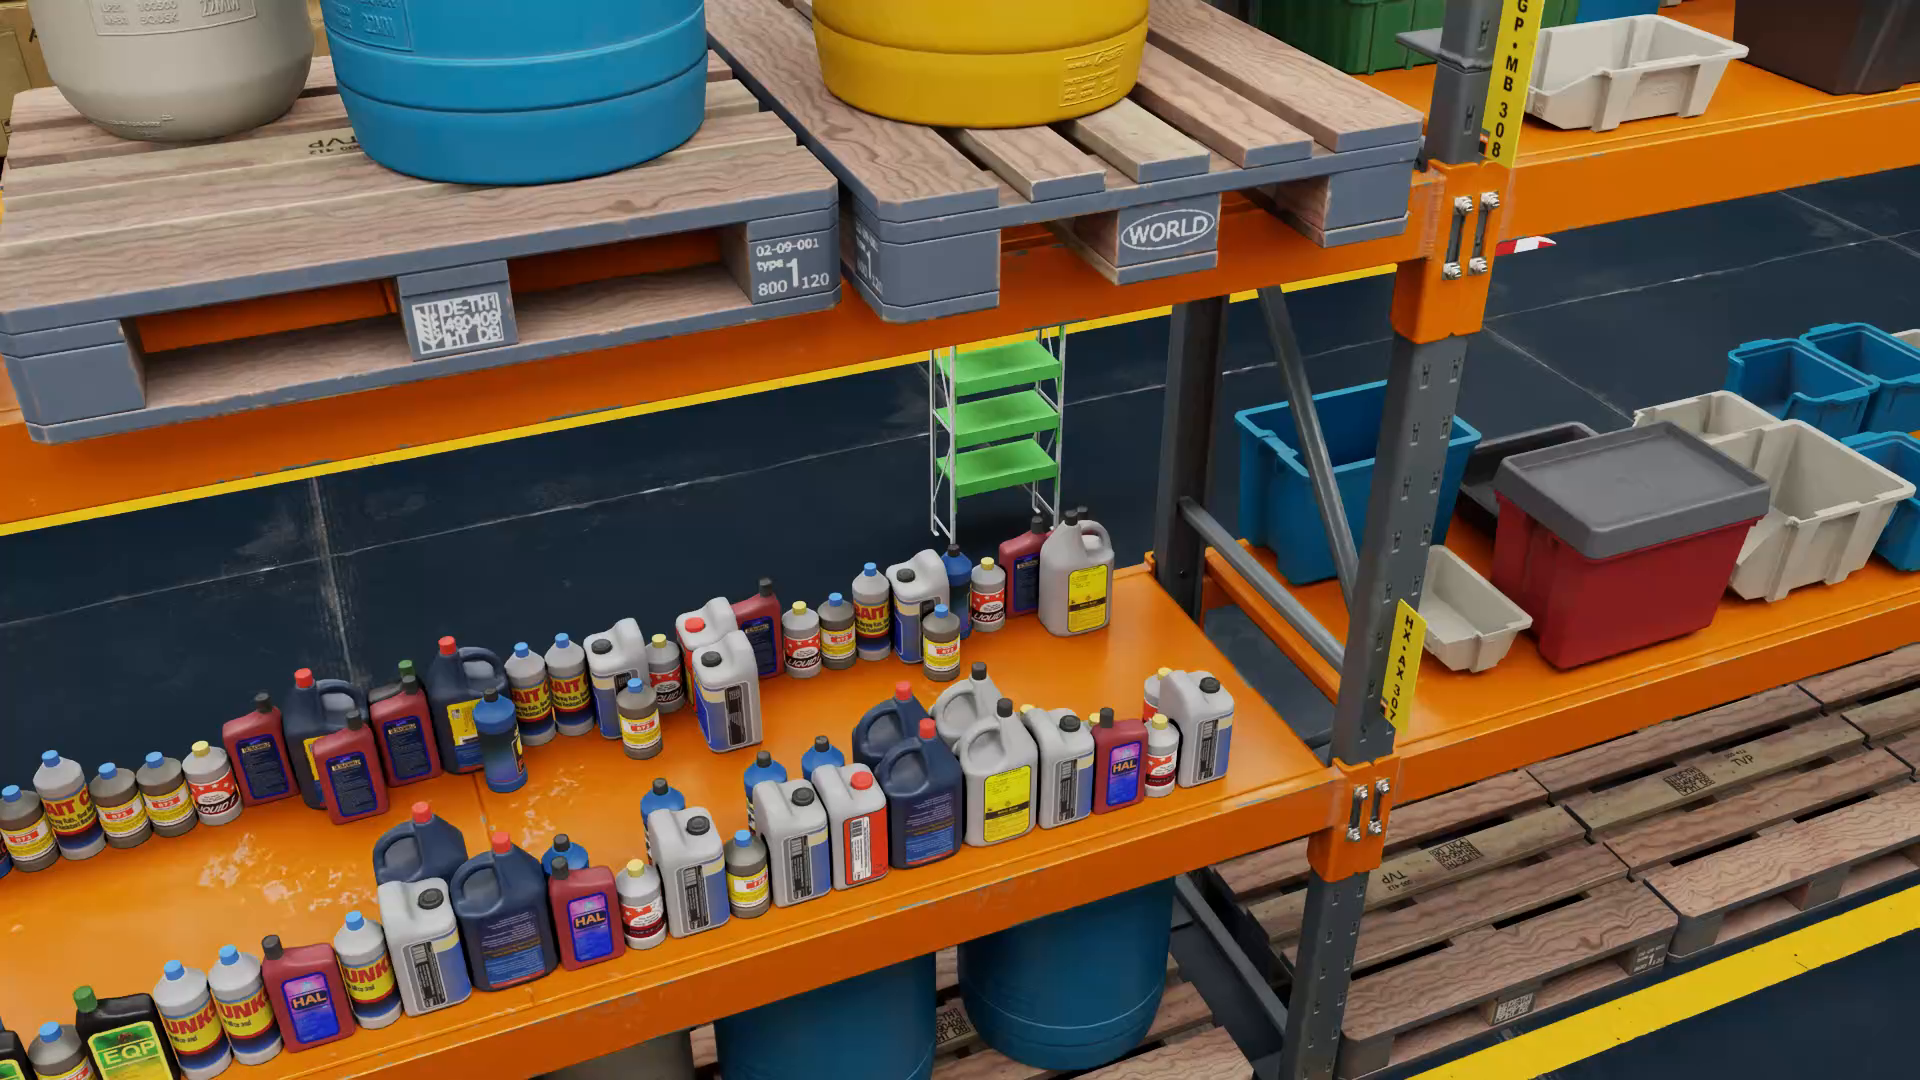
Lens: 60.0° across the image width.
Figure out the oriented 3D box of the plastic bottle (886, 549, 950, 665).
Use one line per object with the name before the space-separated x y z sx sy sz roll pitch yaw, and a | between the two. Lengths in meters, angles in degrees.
plastic bottle | -0.113 0.167 4.356 0.135 0.276 0.152 -13 35 -19

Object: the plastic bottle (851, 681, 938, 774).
plastic bottle | -0.148 0.478 3.811 0.185 0.351 0.144 -13 35 -19

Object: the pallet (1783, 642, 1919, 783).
pallet | 3.711 0.611 6.118 1.213 0.211 1.003 -13 35 -19

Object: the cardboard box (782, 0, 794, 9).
cardboard box | -0.540 -2.372 8.054 0.500 0.500 0.500 -12 35 -18

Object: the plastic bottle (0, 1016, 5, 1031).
plastic bottle | -1.845 0.963 3.138 0.097 0.271 0.097 0 33 0

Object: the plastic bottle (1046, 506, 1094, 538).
plastic bottle | 0.295 0.044 4.539 0.133 0.283 0.061 -13 35 -19

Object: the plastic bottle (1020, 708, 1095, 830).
plastic bottle | 0.224 0.507 3.834 0.135 0.276 0.152 -13 35 -19

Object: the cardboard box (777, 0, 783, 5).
cardboard box | -0.754 -2.636 8.459 0.500 0.500 0.500 -12 35 -18

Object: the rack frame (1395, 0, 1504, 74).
rack frame | 0.799 -2.383 2.661 0.127 3.000 1.000 -13 35 -19

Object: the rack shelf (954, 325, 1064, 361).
rack shelf | 0.153 -0.887 6.750 0.480 0.148 0.258 -13 35 -19

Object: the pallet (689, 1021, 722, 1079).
pallet | -1.055 1.702 4.440 1.213 0.211 1.003 -13 35 -19

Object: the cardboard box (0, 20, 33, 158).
cardboard box | -4.266 -1.923 6.978 0.500 0.500 0.700 -26 41 -34

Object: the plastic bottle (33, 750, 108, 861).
plastic bottle | -1.996 0.584 3.720 0.097 0.271 0.097 0 33 0

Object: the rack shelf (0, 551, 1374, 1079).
rack shelf | -1.045 0.856 3.844 4.000 0.370 1.077 -13 35 -19

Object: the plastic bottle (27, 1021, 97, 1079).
plastic bottle | -1.698 0.994 3.154 0.097 0.201 0.097 0 33 0

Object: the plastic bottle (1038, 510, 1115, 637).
plastic bottle | 0.311 0.072 4.433 0.185 0.351 0.144 -13 35 -19

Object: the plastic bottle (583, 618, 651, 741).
plastic bottle | -0.843 0.335 4.099 0.135 0.276 0.152 -13 35 -19

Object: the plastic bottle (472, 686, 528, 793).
plastic bottle | -1.084 0.461 3.909 0.097 0.271 0.097 0 33 0

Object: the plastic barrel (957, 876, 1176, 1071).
plastic barrel | 0.290 0.942 4.591 0.708 0.901 0.600 -13 35 -19

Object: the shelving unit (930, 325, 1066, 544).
shelving unit | 0.153 -0.538 6.976 0.503 1.200 0.258 -13 35 -19

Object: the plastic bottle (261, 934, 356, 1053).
plastic bottle | -1.282 0.876 3.261 0.133 0.283 0.061 -13 35 -19

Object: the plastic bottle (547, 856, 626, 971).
plastic bottle | -0.775 0.759 3.440 0.133 0.283 0.061 -13 35 -19

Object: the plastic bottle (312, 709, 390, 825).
plastic bottle | -1.401 0.518 3.811 0.133 0.283 0.061 -13 35 -19

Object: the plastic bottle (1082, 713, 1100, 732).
plastic bottle | 0.318 0.497 3.918 0.097 0.201 0.097 0 33 0

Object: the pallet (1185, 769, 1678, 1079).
pallet | 1.462 1.126 5.326 1.213 0.211 1.003 -13 35 -19

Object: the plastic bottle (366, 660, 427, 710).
plastic bottle | -1.334 0.417 3.966 0.133 0.283 0.061 -13 35 -19

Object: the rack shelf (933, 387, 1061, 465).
rack shelf | 0.153 -0.484 7.011 0.480 0.148 0.258 -13 35 -19

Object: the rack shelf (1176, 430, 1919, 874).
rack shelf | 2.643 0.011 5.142 4.000 0.370 1.077 -13 35 -19

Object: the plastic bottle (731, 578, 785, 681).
plastic bottle | -0.523 0.231 4.251 0.133 0.283 0.061 -13 35 -19

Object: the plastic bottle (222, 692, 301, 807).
plastic bottle | -1.628 0.484 3.863 0.133 0.283 0.061 -13 35 -19

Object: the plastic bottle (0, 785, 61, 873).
plastic bottle | -2.086 0.634 3.707 0.097 0.201 0.097 0 33 0

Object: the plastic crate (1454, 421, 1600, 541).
plastic crate | 1.727 -0.149 4.926 0.590 0.125 0.437 -13 35 -19

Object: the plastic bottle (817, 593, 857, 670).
plastic bottle | -0.320 0.230 4.328 0.097 0.201 0.097 0 33 0

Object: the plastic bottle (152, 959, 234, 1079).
plastic bottle | -1.485 0.916 3.209 0.097 0.271 0.097 0 33 0

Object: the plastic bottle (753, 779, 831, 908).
plastic bottle | -0.365 0.642 3.627 0.135 0.276 0.152 -13 35 -19

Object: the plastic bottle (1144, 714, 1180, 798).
plastic bottle | 0.464 0.499 3.915 0.097 0.201 0.097 0 33 0

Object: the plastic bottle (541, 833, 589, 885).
plastic bottle | -0.822 0.728 3.498 0.097 0.271 0.097 0 33 0

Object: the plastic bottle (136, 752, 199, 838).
plastic bottle | -1.817 0.573 3.802 0.097 0.201 0.097 0 33 0

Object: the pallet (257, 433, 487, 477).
pallet | -2.977 -0.740 8.194 1.213 0.211 1.003 -13 35 -19

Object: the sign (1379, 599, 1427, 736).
sign | 1.010 0.293 3.796 0.005 0.325 0.100 -13 35 -19

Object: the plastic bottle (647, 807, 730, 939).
plastic bottle | -0.579 0.691 3.552 0.135 0.276 0.152 -13 35 -19

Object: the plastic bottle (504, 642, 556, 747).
plastic bottle | -1.050 0.368 4.052 0.097 0.271 0.097 0 33 0

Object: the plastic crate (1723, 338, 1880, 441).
plastic crate | 2.641 -0.440 5.274 0.300 0.233 0.416 -13 35 -19

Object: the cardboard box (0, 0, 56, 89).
cardboard box | -5.996 -3.370 11.264 0.750 0.750 0.750 -13 35 -20

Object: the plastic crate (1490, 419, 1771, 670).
plastic crate | 1.719 0.018 4.359 0.583 0.464 0.402 -13 35 -19

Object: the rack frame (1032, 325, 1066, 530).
rack frame | 0.378 -0.589 7.056 0.015 1.200 0.240 -13 35 -19

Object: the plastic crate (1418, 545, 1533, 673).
plastic crate | 1.283 0.191 4.393 0.243 0.136 0.396 -13 35 -19

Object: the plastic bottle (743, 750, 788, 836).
plastic bottle | -0.431 0.585 3.719 0.097 0.271 0.097 0 33 0

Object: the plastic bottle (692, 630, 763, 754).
plastic bottle | -0.570 0.362 4.057 0.135 0.276 0.152 -13 35 -19

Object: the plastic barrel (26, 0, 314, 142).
plastic barrel | -1.313 -0.964 2.721 0.433 0.535 0.433 0 33 0

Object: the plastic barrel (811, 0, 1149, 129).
plastic barrel | 0.036 -1.086 2.860 0.600 0.588 0.600 0 33 0

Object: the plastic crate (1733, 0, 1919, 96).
plastic crate | 2.050 -1.195 3.706 0.590 0.269 0.497 -13 35 -19

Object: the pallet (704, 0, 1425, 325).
pallet | 0.114 -0.832 3.200 1.003 0.211 1.213 -13 35 -19

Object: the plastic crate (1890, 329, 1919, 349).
plastic crate | 3.178 -0.571 5.564 0.298 0.136 0.250 -13 35 -19

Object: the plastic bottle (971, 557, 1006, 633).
plastic bottle | 0.073 0.140 4.467 0.097 0.201 0.097 0 33 0

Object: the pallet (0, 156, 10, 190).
pallet | -4.206 -1.613 7.155 1.003 0.211 1.213 -13 35 -19

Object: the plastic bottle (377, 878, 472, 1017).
plastic bottle | -1.087 0.807 3.373 0.135 0.276 0.152 -13 35 -19

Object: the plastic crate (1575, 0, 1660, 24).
plastic crate | 1.515 -1.408 4.067 0.300 0.233 0.416 -13 35 -19

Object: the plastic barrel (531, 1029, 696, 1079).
plastic barrel | -0.918 1.329 4.354 0.421 0.512 0.421 0 33 0

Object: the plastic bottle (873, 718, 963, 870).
plastic bottle | -0.093 0.550 3.699 0.185 0.351 0.144 -13 35 -19
